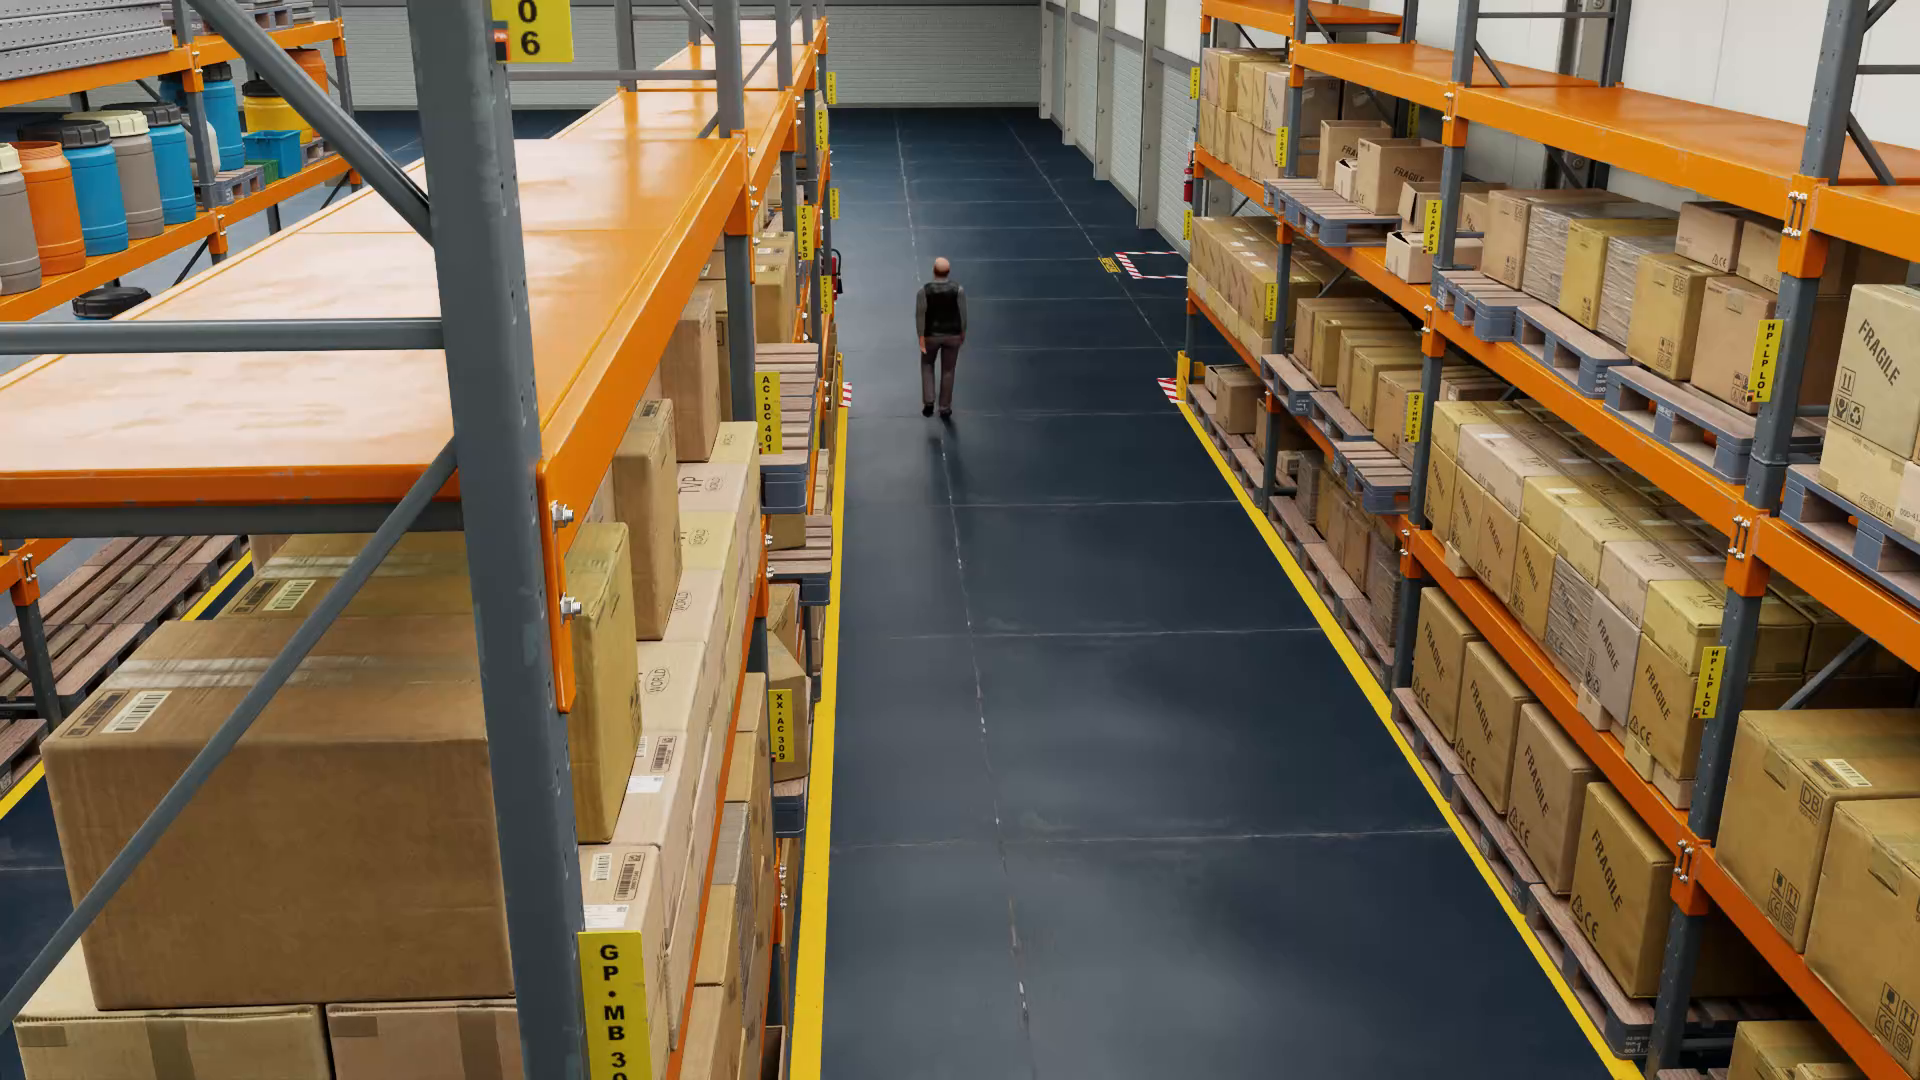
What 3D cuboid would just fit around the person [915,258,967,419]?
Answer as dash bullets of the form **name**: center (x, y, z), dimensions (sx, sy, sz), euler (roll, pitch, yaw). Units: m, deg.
- **person**: center (-0.202, -2.143, 17.816), dimensions (0.553, 1.786, 0.551), euler (-1, 20, -2)
